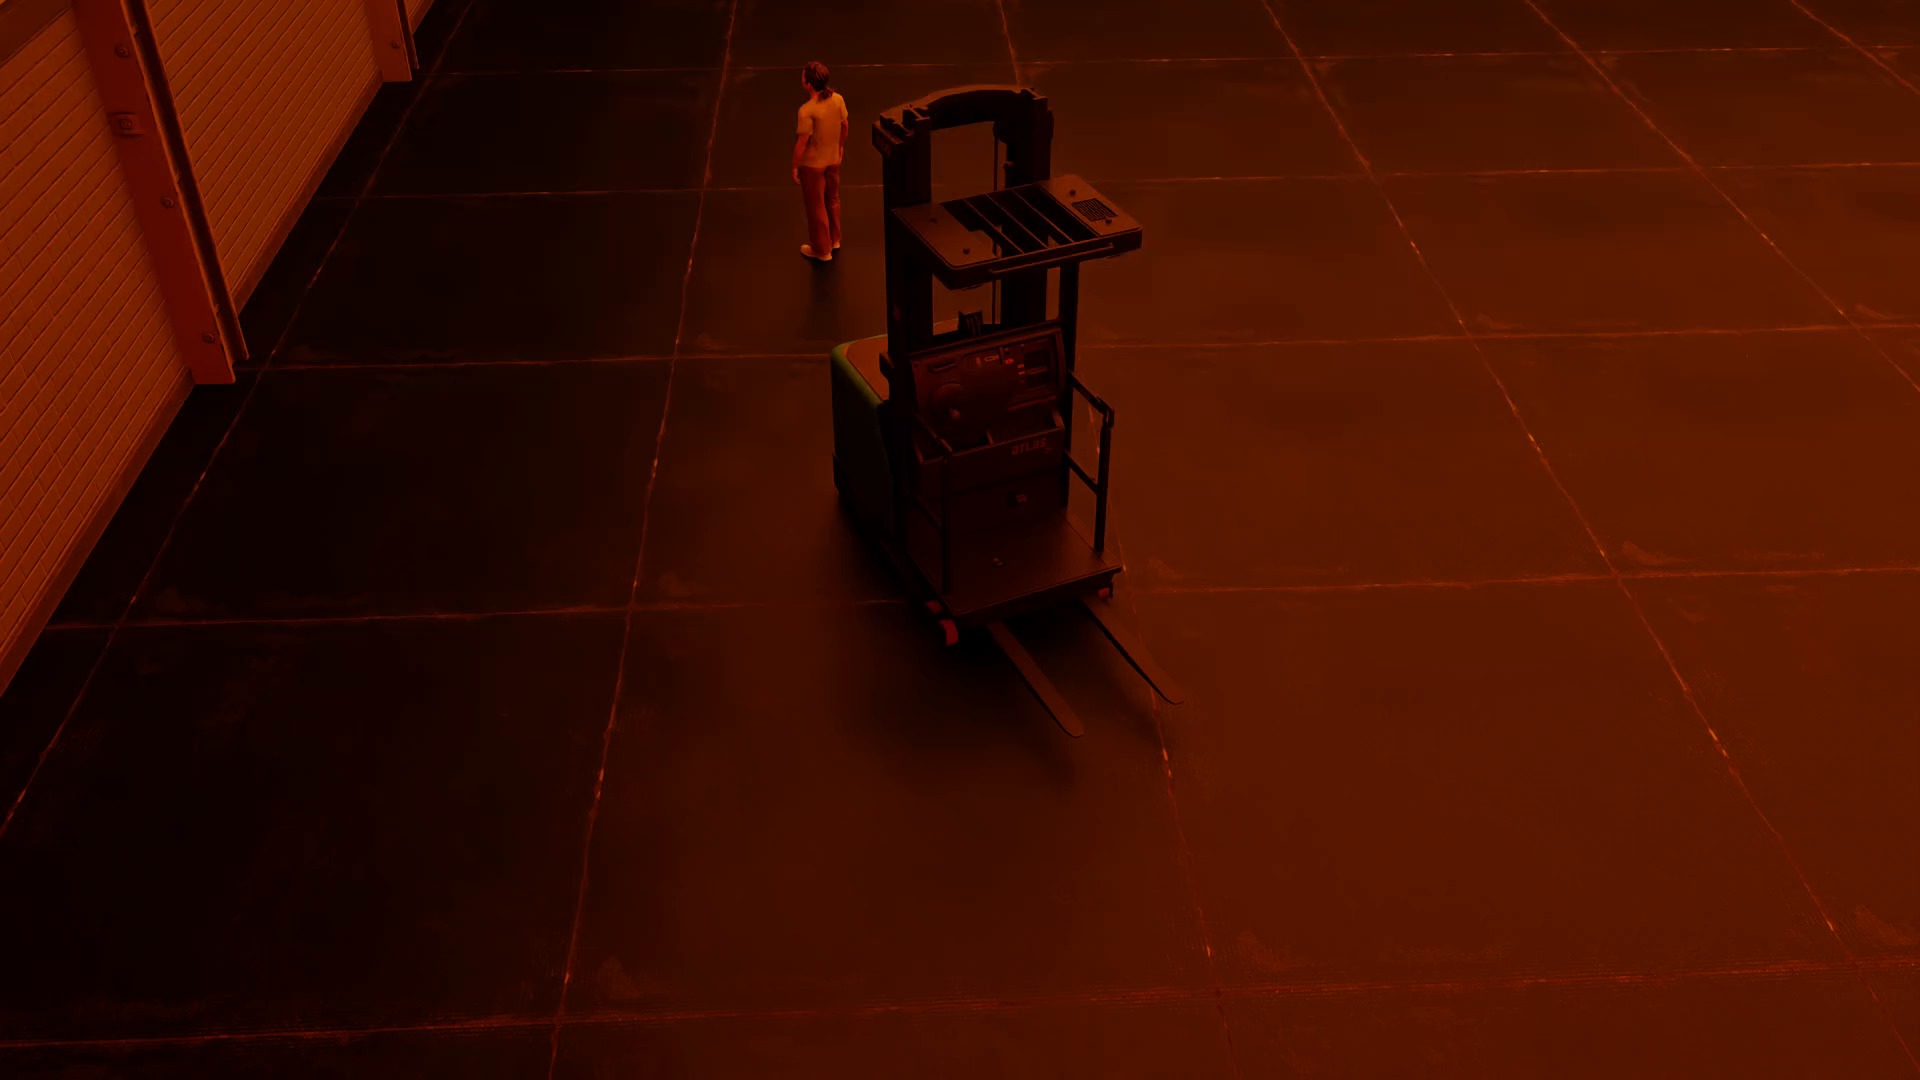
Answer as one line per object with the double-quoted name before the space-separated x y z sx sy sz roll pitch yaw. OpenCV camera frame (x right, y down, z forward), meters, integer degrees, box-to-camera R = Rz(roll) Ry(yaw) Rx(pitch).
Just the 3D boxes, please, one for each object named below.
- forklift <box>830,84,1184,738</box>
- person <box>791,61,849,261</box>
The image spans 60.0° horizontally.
"forklift" 0.258 -0.860 9.192 1.130 2.935 3.031 -15 39 -20
"person" -1.160 -3.020 13.211 0.555 1.675 0.549 -30 46 -35
